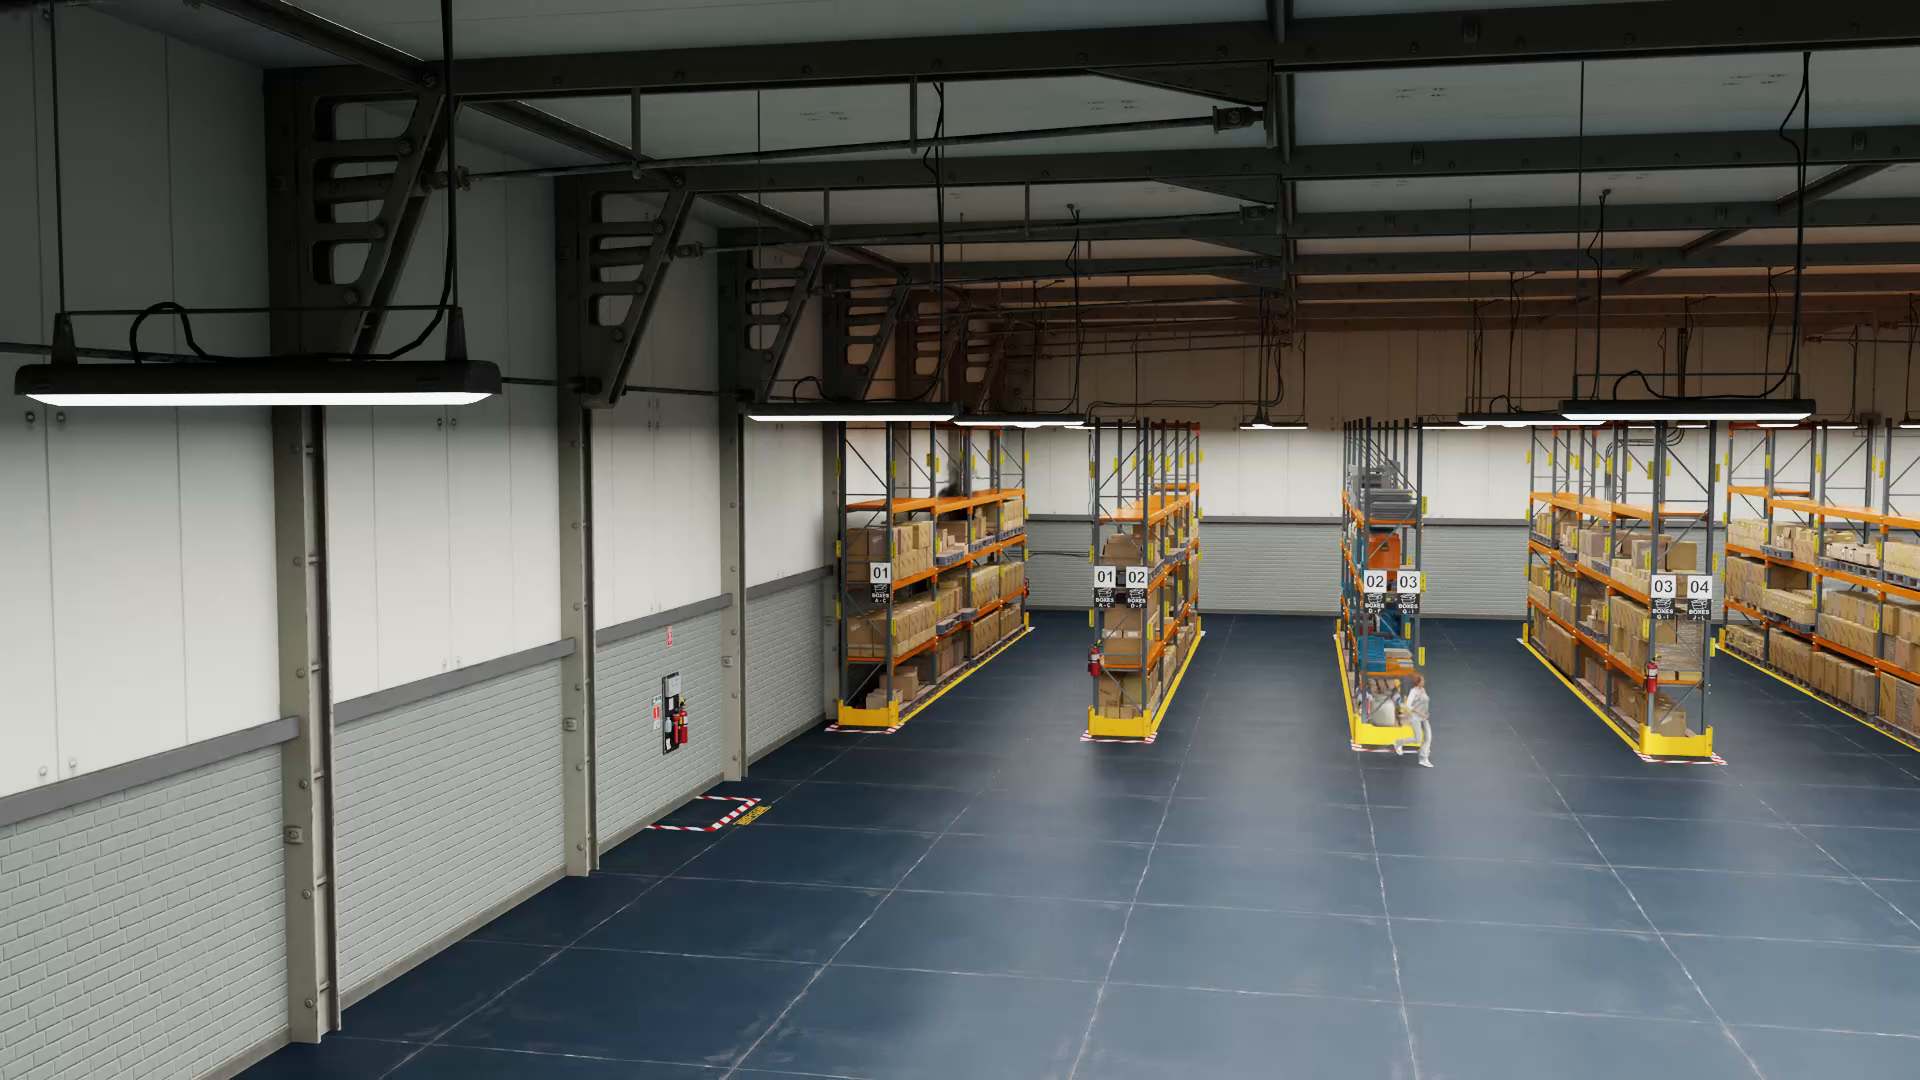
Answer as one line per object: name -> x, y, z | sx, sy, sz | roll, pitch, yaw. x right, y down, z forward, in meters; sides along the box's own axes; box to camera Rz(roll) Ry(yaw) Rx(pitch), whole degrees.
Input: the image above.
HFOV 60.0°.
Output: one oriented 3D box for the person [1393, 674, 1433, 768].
person -> 7.850, 3.091, 28.630 | 0.553, 1.583, 0.754 | -4, 5, -45
